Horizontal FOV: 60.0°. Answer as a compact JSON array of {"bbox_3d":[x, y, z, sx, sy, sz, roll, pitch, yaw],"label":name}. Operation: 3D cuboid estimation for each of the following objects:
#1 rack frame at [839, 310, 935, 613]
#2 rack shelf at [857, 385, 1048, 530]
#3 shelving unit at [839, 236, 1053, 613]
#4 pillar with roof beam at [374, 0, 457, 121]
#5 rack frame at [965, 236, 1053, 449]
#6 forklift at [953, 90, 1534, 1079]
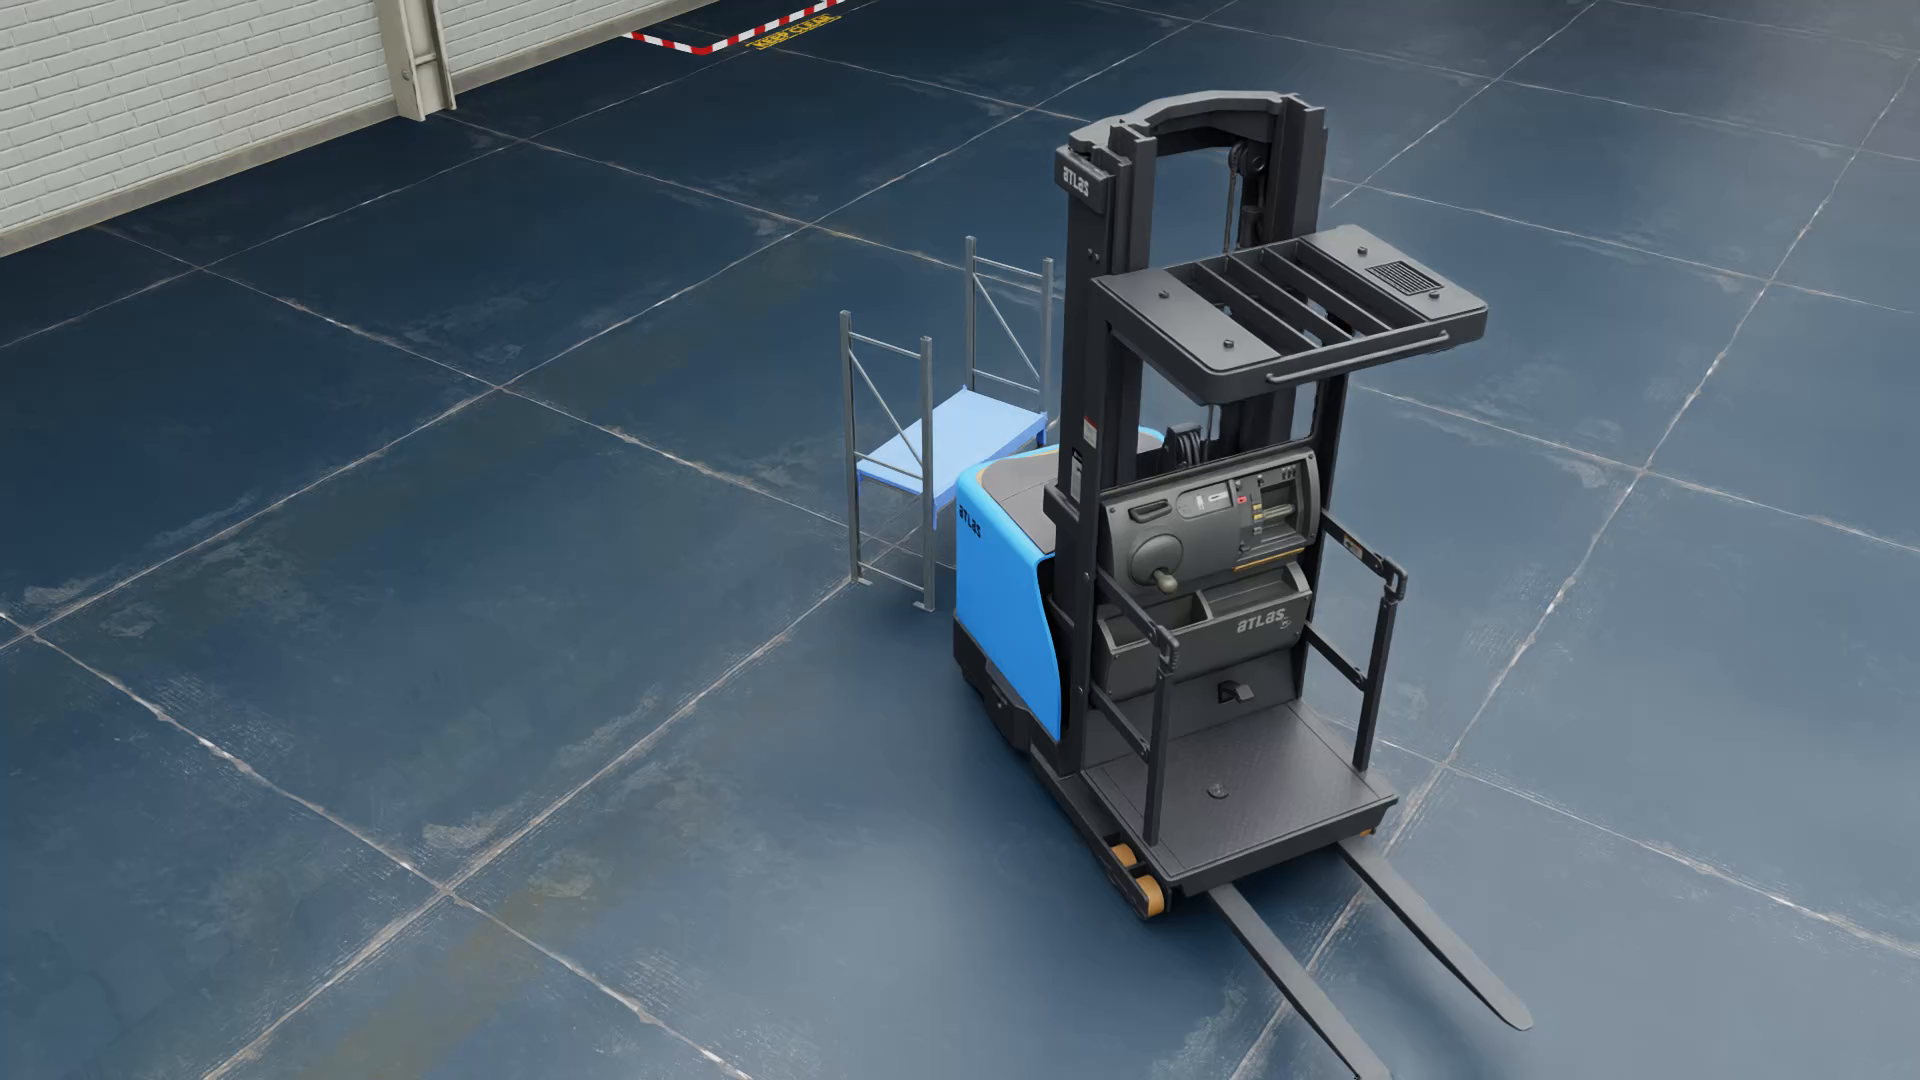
[{"bbox_3d":[-0.338,-0.348,7.926,0.500,1.500,0.032,21,39,28],"label":"rack frame"},{"bbox_3d":[-0.049,-0.433,8.373,0.538,0.185,1.000,21,39,28],"label":"rack shelf"},{"bbox_3d":[-0.049,-0.582,8.272,0.538,1.500,1.048,21,39,28],"label":"shelving unit"},{"bbox_3d":[-0.998,-5.999,9.588,9.100,9.000,0.400,21,39,28],"label":"pillar with roof beam"},{"bbox_3d":[0.241,-0.816,8.618,0.500,1.500,0.032,21,39,28],"label":"rack frame"},{"bbox_3d":[1.061,-0.010,6.148,1.130,2.935,3.031,-15,37,-21],"label":"forklift"}]
